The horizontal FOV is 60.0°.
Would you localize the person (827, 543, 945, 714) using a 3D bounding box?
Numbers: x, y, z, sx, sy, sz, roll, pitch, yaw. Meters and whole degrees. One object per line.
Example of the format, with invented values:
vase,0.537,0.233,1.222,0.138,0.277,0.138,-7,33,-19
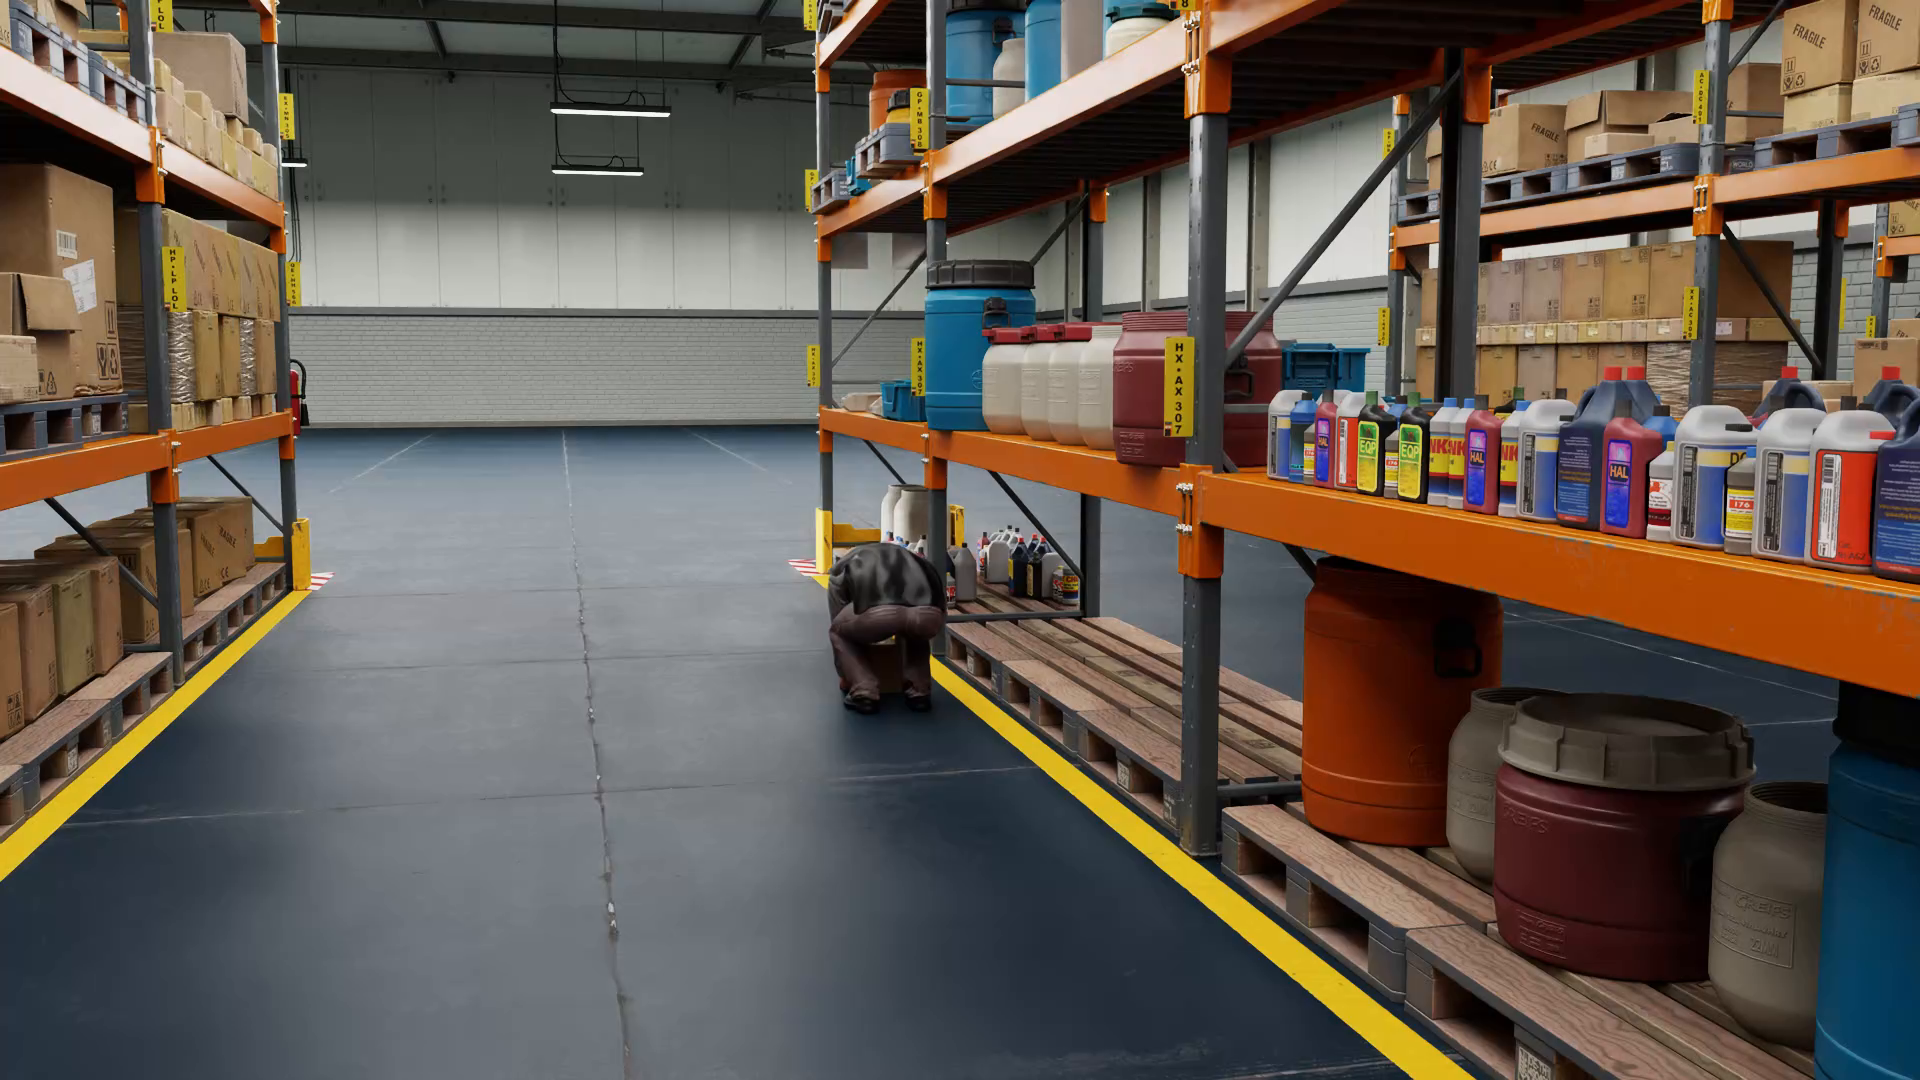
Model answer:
person,-0.385,0.419,8.175,0.506,0.796,0.943,-2,6,-15
